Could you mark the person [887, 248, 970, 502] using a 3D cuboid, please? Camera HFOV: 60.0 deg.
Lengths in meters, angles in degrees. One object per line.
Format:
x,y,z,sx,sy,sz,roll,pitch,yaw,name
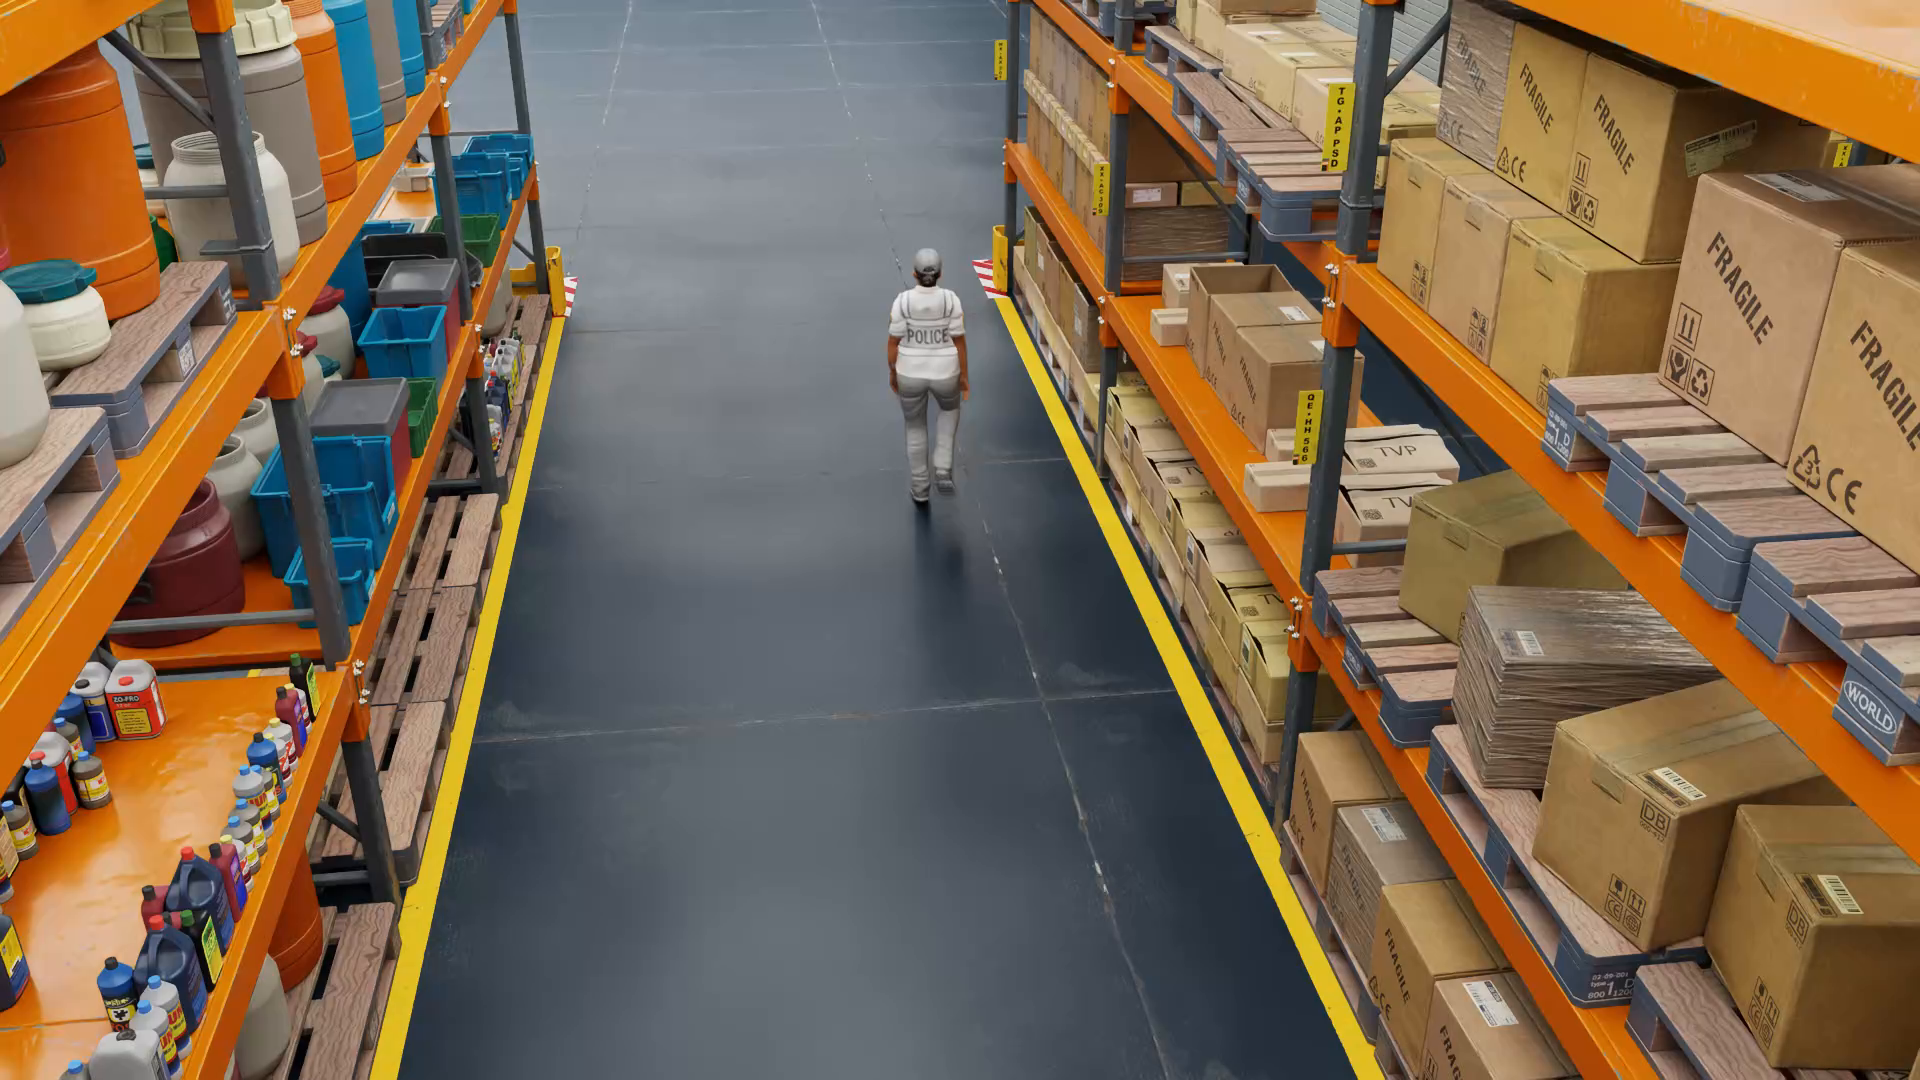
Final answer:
-0.207,-1.056,10.641,0.513,1.694,0.470,-3,27,-6,person
